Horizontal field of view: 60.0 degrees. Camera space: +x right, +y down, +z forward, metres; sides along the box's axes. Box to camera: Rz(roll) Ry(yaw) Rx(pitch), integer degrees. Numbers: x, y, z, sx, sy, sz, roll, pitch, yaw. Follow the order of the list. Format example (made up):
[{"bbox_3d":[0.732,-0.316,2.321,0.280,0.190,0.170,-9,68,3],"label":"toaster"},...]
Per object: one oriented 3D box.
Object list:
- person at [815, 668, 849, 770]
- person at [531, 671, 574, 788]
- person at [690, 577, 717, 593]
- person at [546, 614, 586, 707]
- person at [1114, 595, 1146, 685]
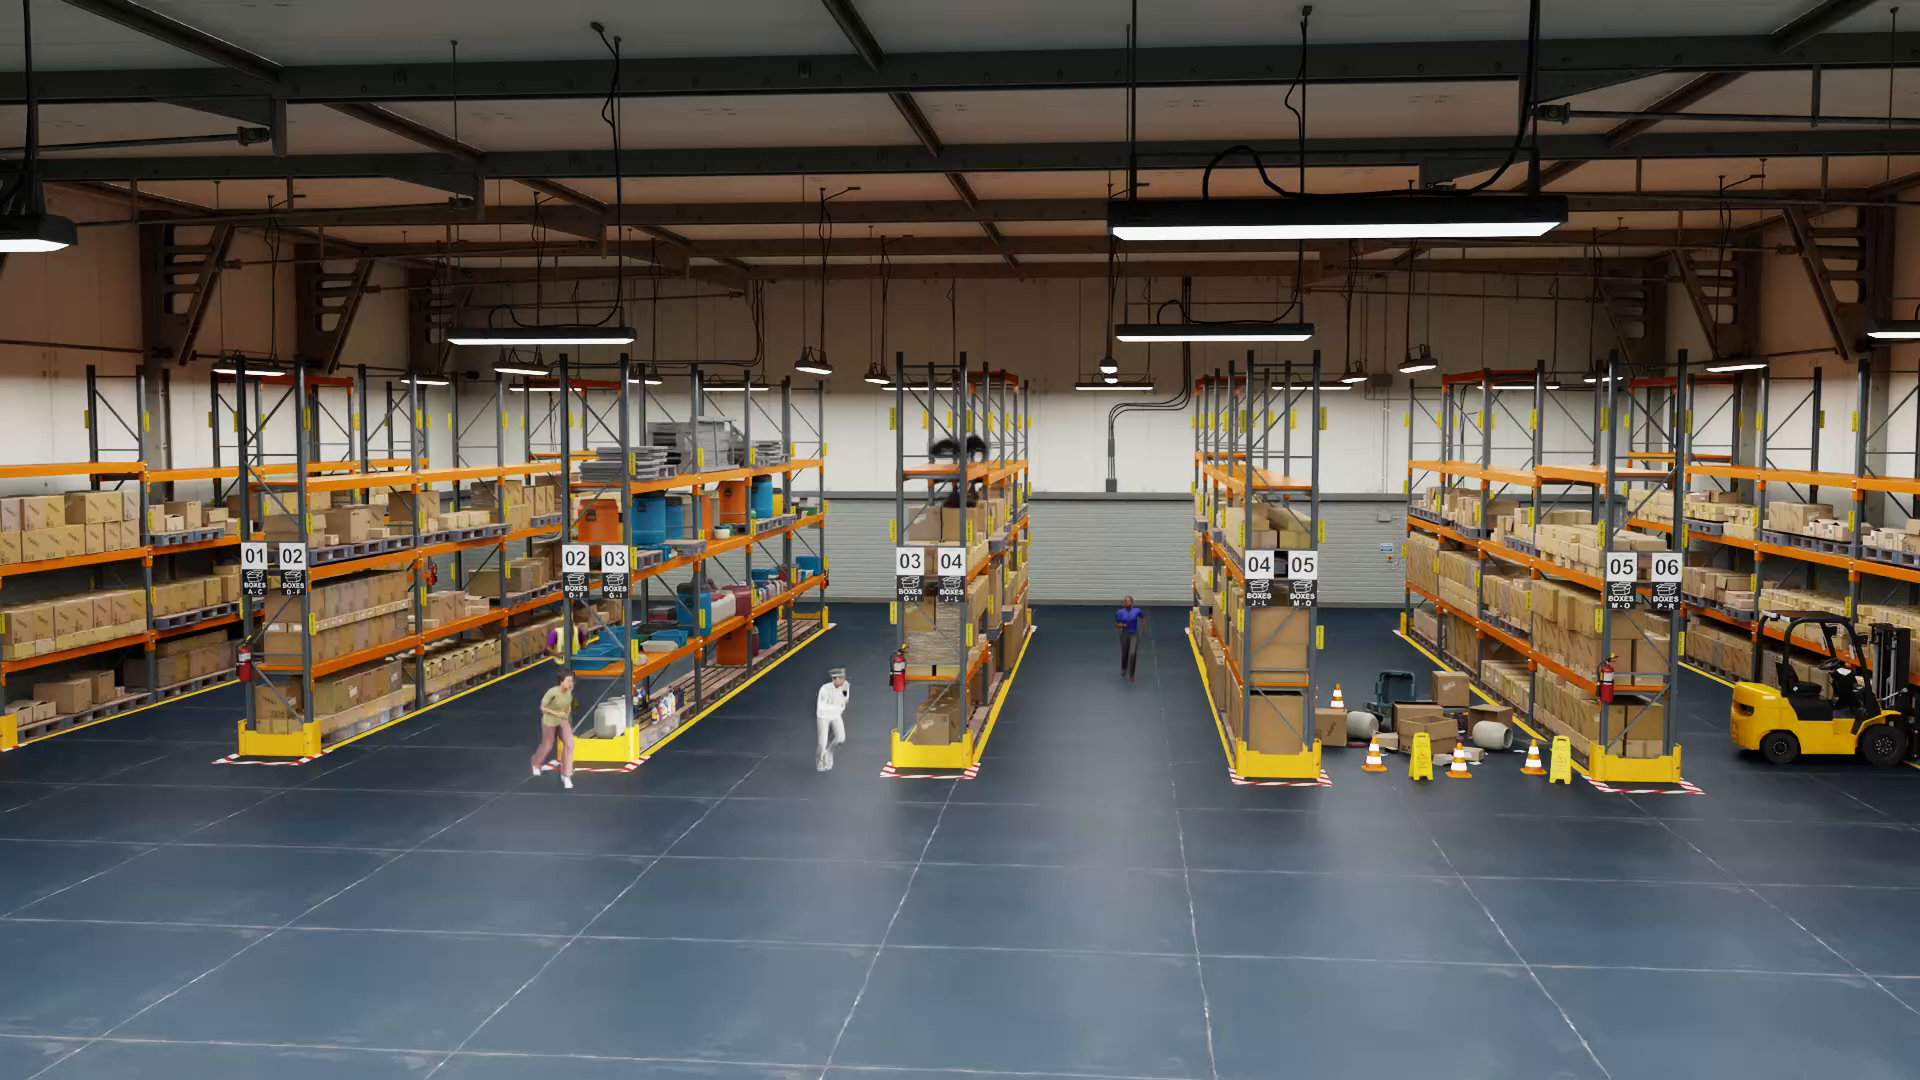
[{"bbox_3d":[-1.796,2.547,23.676,0.620,1.533,0.877,-3,5,-32],"label":"person"},{"bbox_3d":[-5.661,2.590,23.071,0.967,1.626,0.608,4,5,41],"label":"person"},{"bbox_3d":[-5.757,1.478,37.302,0.712,1.806,0.879,1,4,13],"label":"person"},{"bbox_3d":[-6.772,2.095,28.595,0.672,1.735,0.847,-1,4,-14],"label":"person"},{"bbox_3d":[3.275,1.905,32.050,0.587,1.699,0.897,1,4,10],"label":"person"}]
